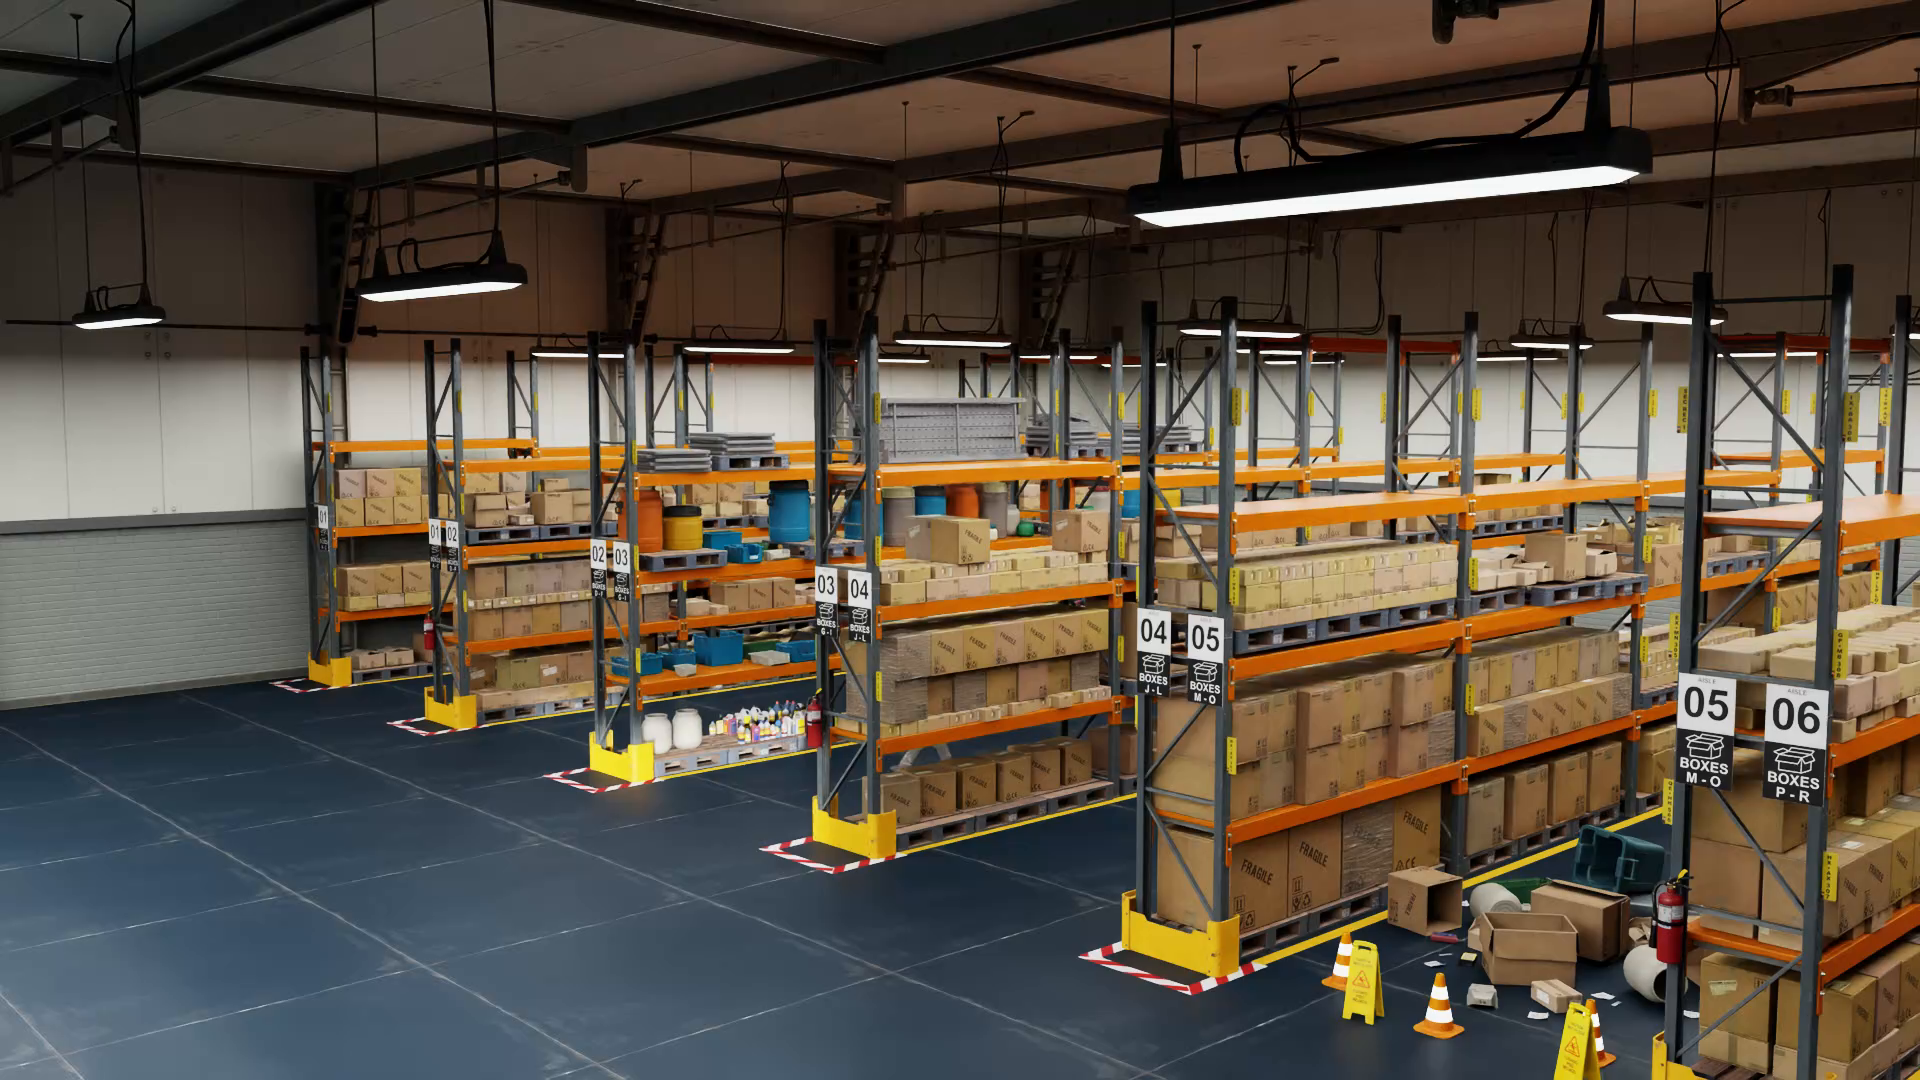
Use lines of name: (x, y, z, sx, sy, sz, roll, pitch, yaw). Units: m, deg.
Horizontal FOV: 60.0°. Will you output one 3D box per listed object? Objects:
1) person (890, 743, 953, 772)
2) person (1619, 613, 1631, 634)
person: (-0.536, 2.344, 22.743, 0.963, 1.611, 0.534, -1, 5, -14)
person: (10.422, 2.005, 25.970, 0.519, 1.772, 0.572, -4, 6, -36)
